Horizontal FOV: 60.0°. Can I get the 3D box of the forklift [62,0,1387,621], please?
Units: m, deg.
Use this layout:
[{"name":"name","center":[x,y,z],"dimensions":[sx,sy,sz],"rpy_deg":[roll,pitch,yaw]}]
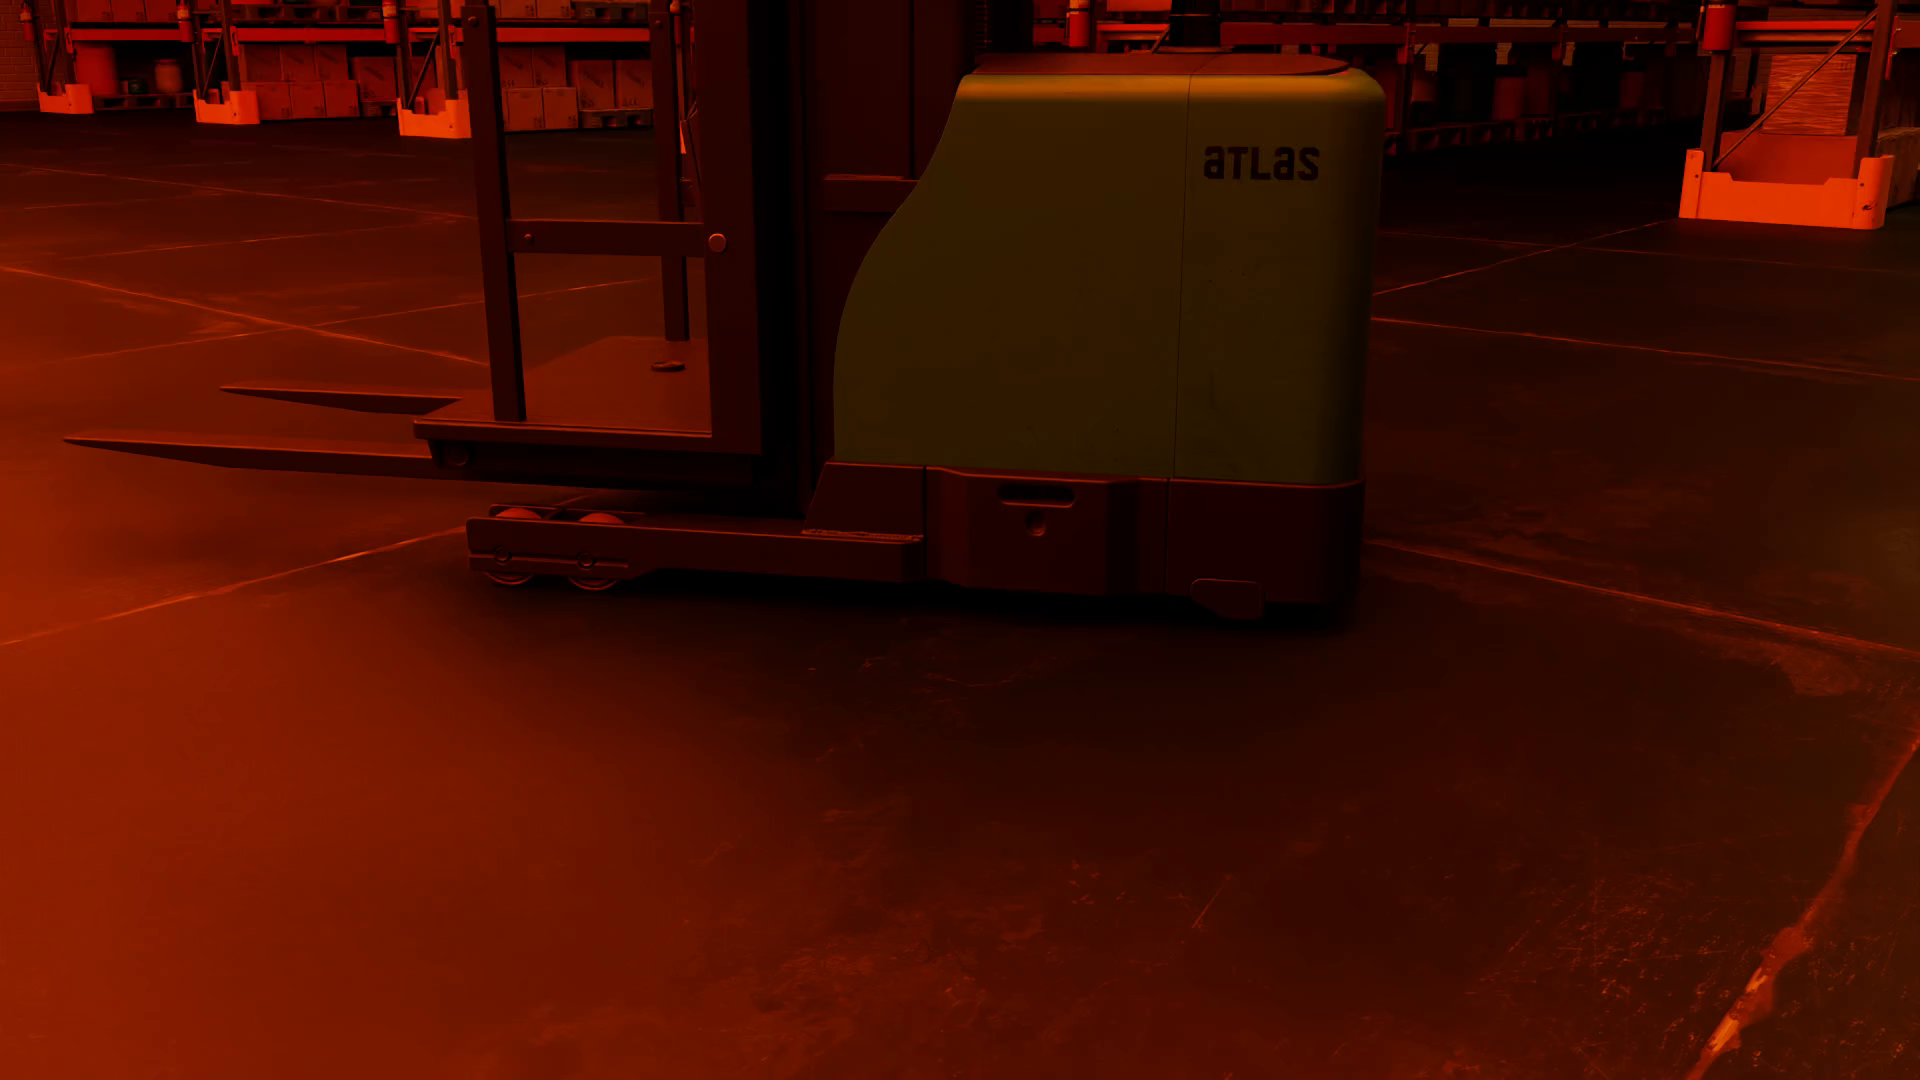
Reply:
[{"name":"forklift","center":[-0.598,-1.438,3.633],"dimensions":[3.031,2.935,1.130],"rpy_deg":[3,17,11]}]
